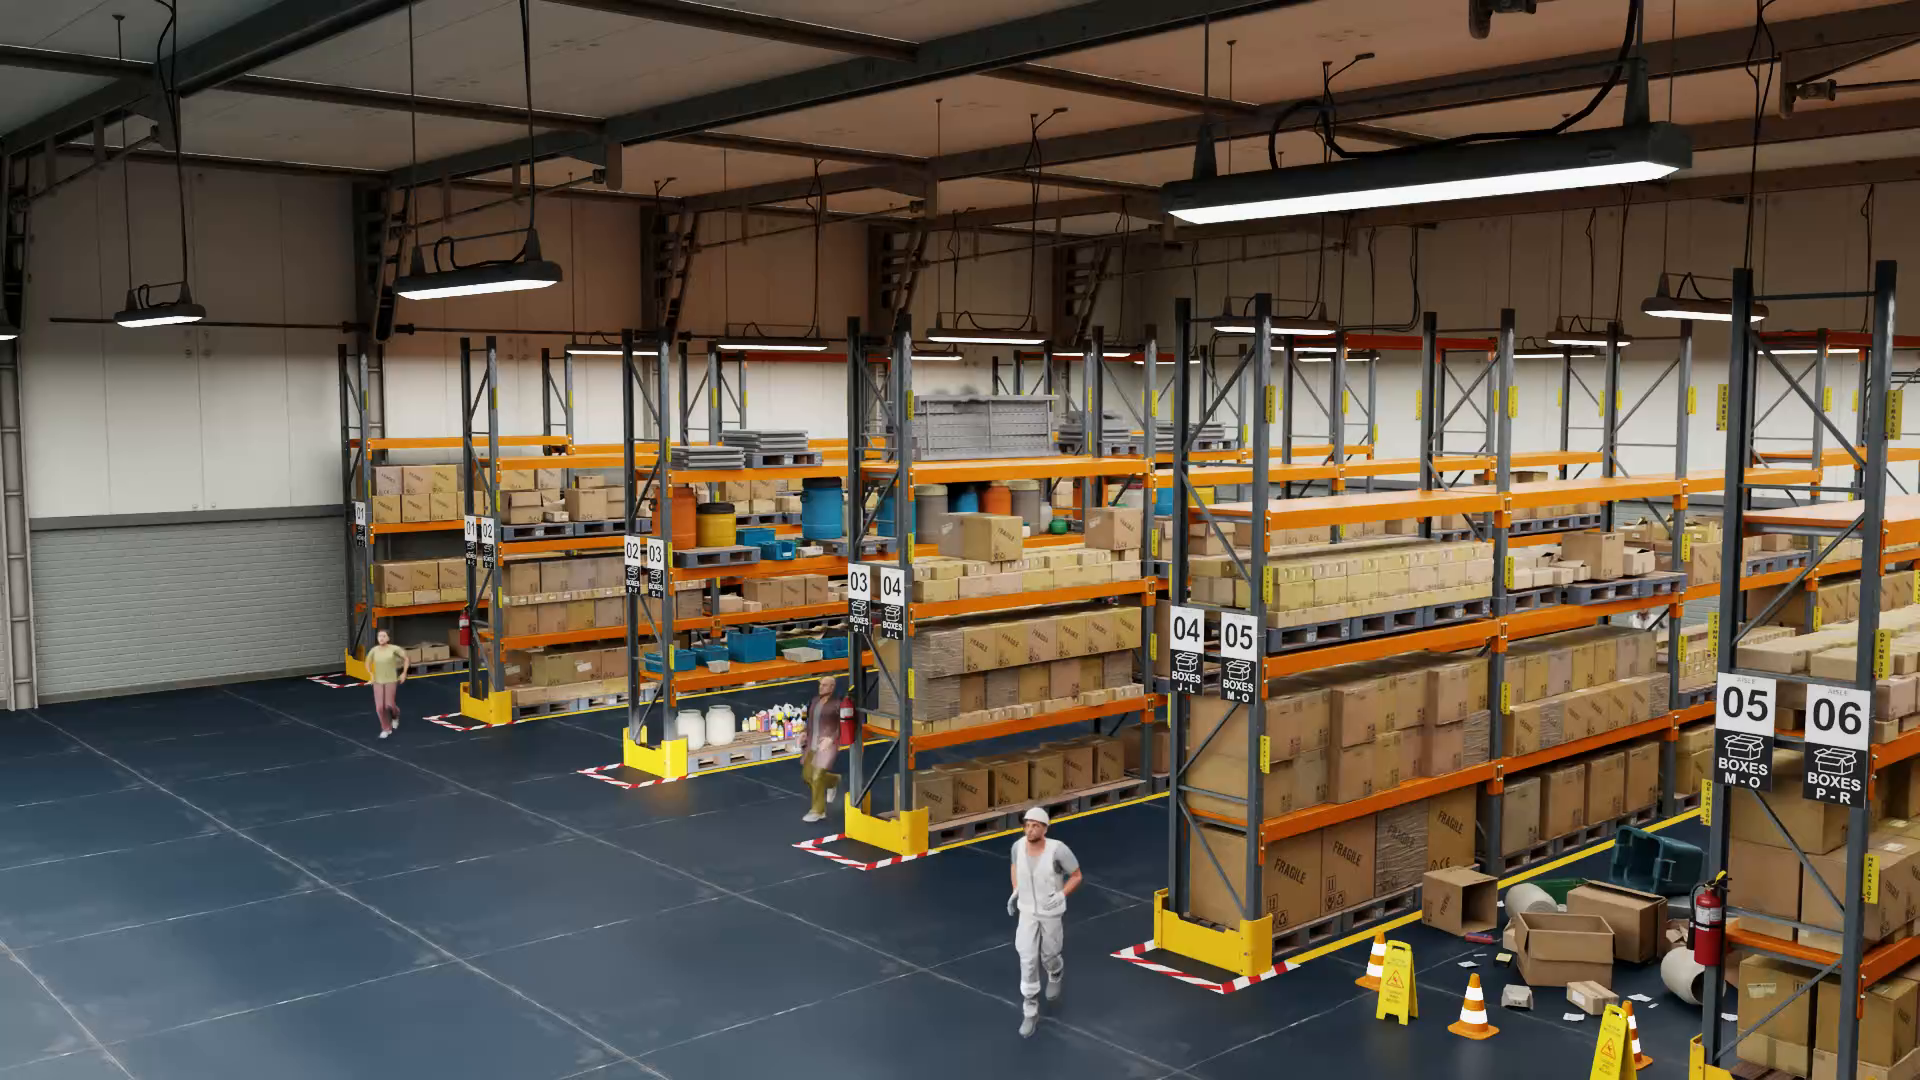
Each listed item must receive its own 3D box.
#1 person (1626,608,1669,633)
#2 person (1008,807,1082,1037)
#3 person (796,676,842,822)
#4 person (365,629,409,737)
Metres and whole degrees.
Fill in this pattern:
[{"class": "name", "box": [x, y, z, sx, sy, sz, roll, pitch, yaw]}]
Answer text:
[{"class": "person", "box": [11.253, 1.827, 27.331, 0.623, 1.793, 0.945, 4, 7, 41]}, {"class": "person", "box": [0.699, 3.062, 13.626, 0.640, 1.818, 0.845, 2, 5, 20]}, {"class": "person", "box": [-1.626, 2.508, 20.108, 0.702, 1.724, 0.728, 4, 7, 40]}, {"class": "person", "box": [-8.580, 2.131, 24.879, 0.614, 1.634, 0.570, -1, 5, -6]}]
